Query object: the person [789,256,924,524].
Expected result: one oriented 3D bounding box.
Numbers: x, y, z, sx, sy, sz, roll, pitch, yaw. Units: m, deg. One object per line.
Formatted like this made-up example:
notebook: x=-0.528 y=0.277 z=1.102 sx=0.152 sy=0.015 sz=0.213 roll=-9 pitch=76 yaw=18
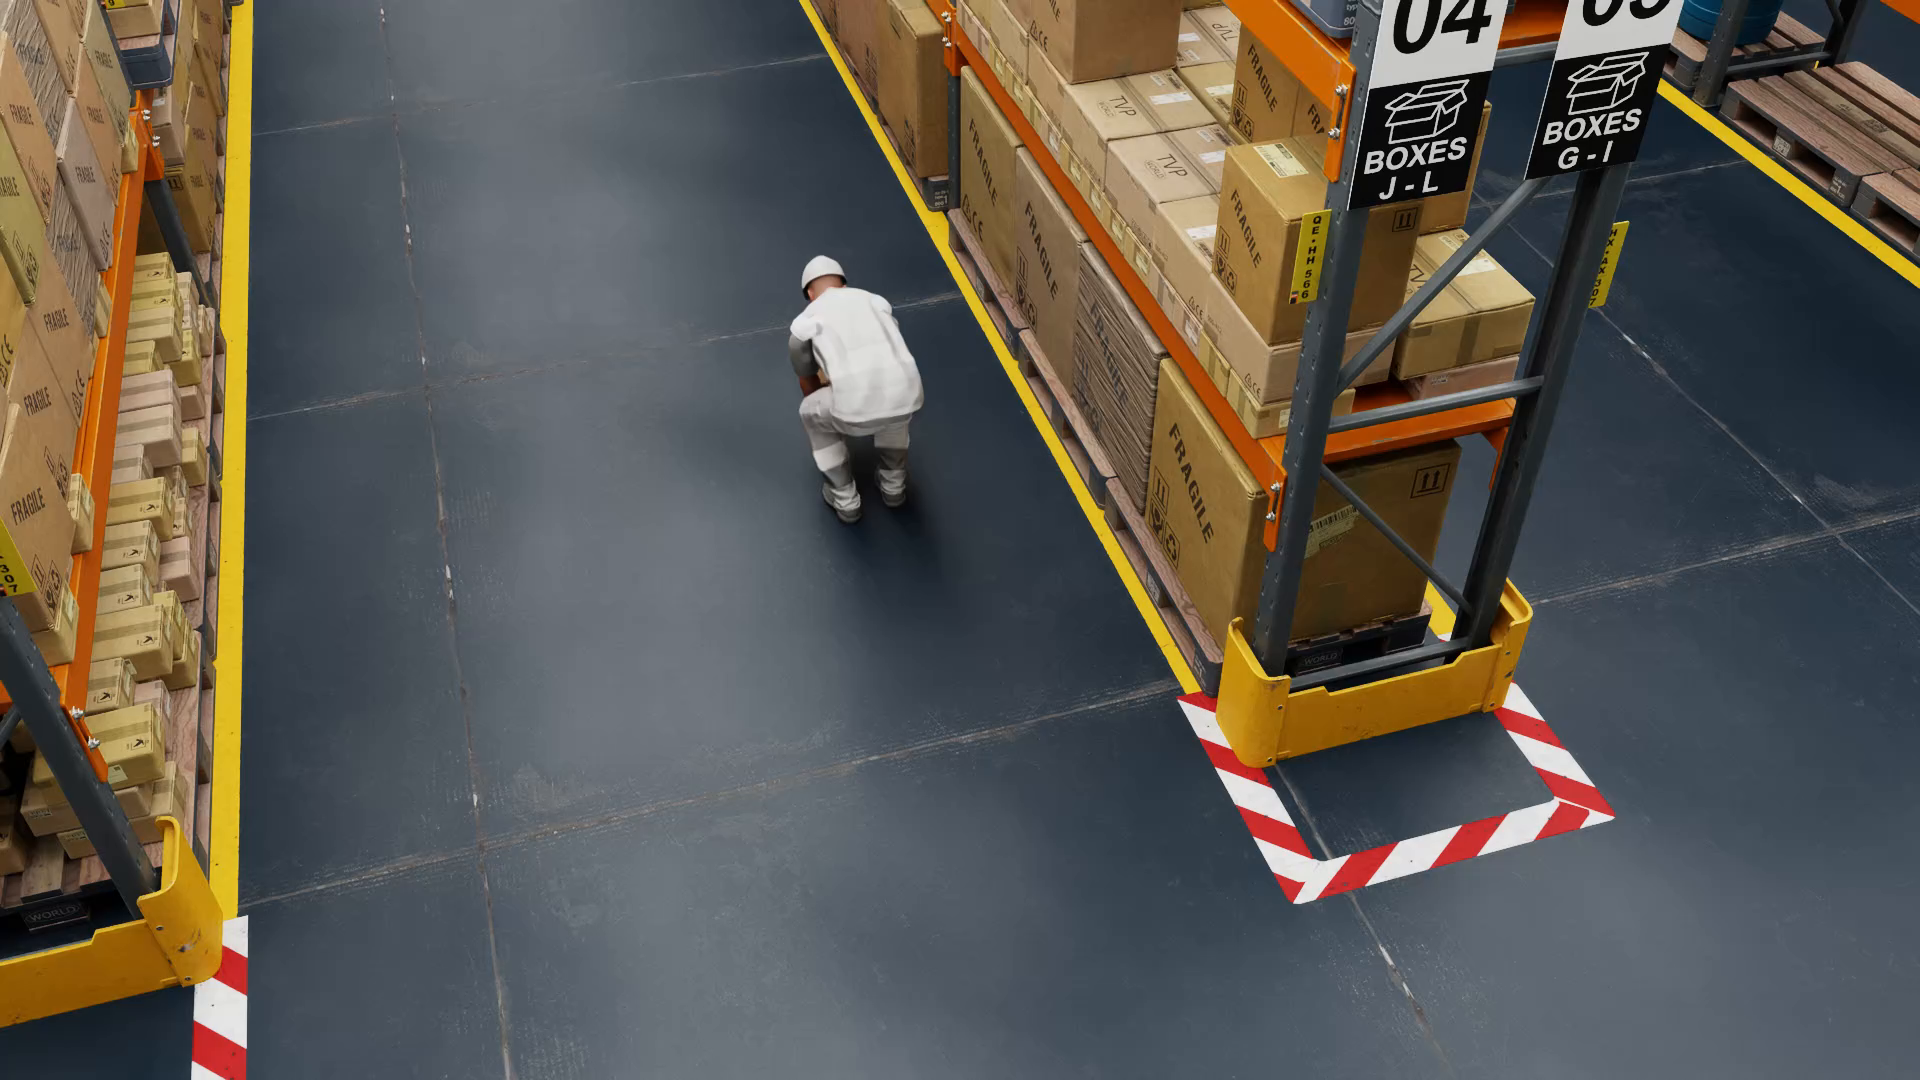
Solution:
person: x=-0.476 y=-0.651 z=7.465 sx=0.530 sy=0.994 sz=0.952 roll=-14 pitch=44 yaw=-15
